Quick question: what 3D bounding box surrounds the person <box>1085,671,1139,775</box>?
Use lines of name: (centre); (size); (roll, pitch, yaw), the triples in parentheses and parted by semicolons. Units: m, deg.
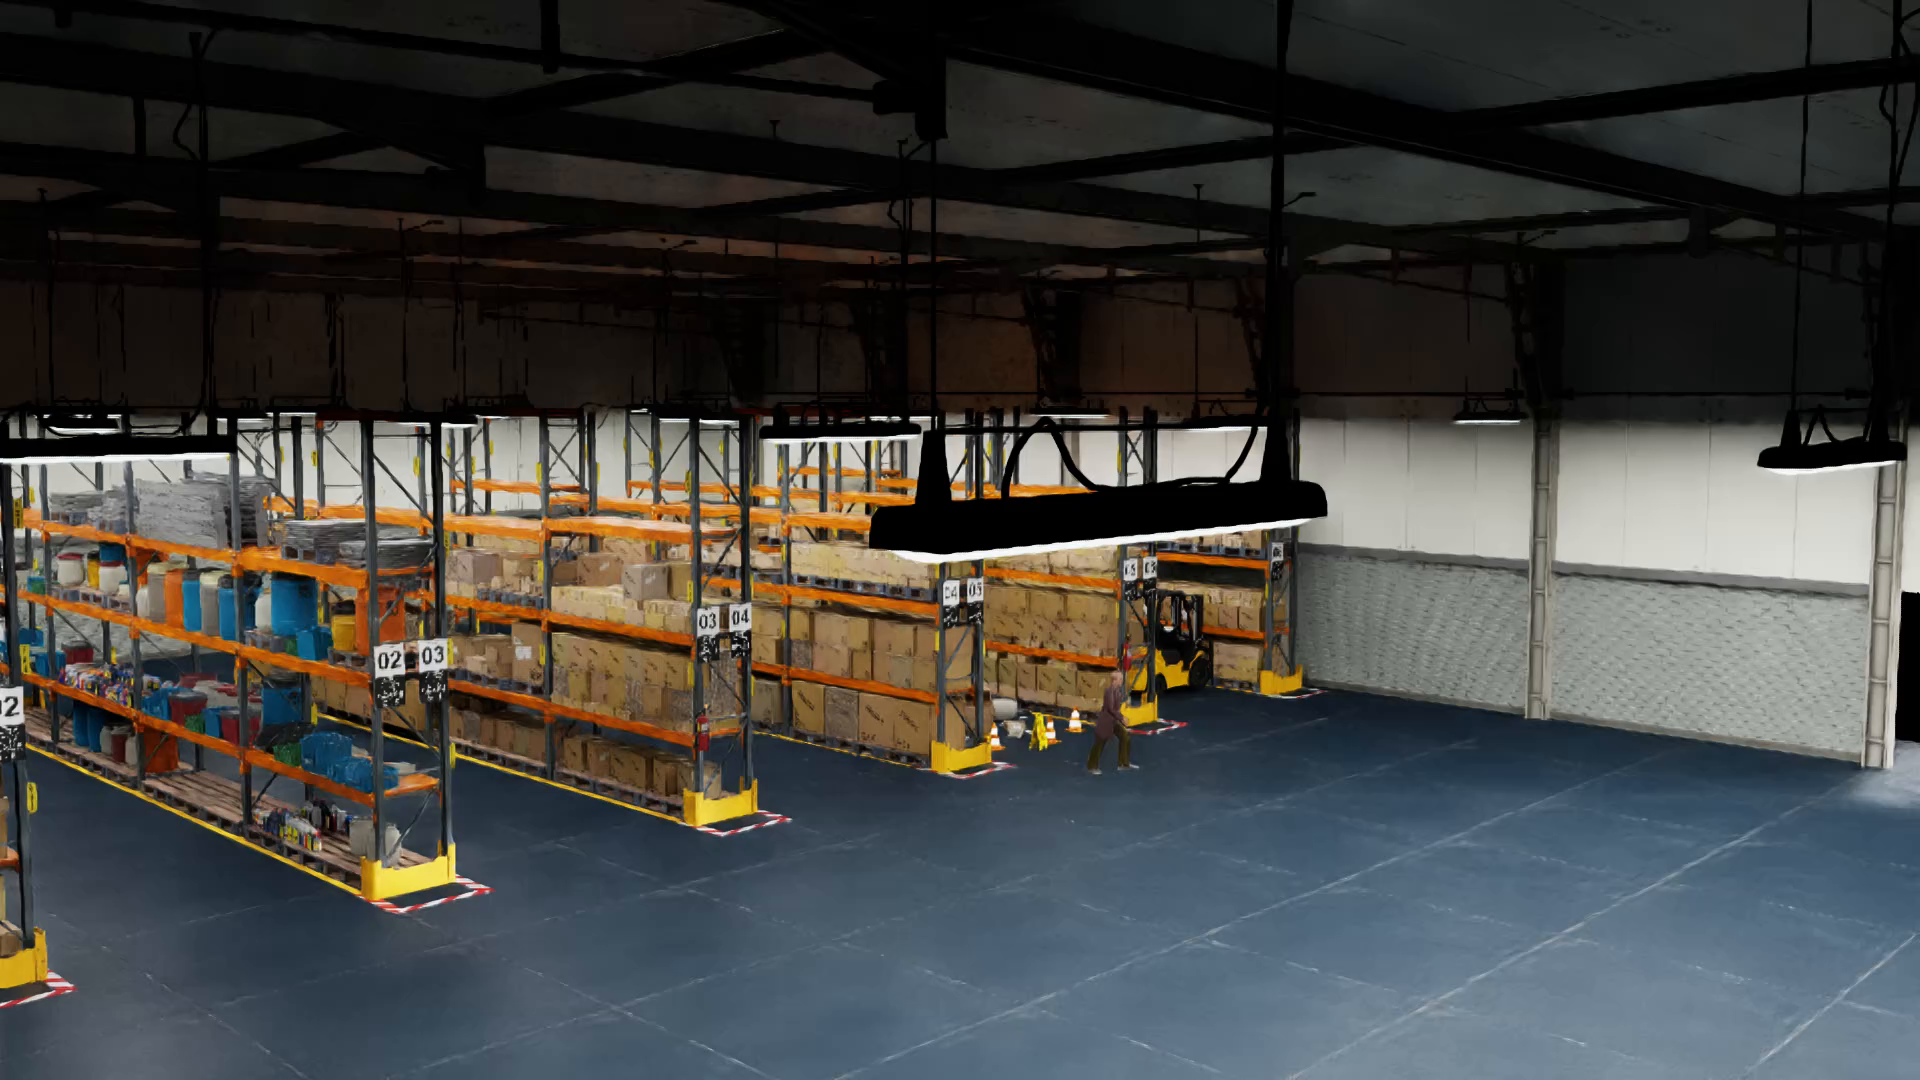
person: (2.497, 3.019, 27.621); (0.815, 1.726, 0.719); (2, 5, 22)

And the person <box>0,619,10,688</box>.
person: (-20.224, 2.392, 34.755); (0.846, 1.723, 0.692); (3, 6, 27)
